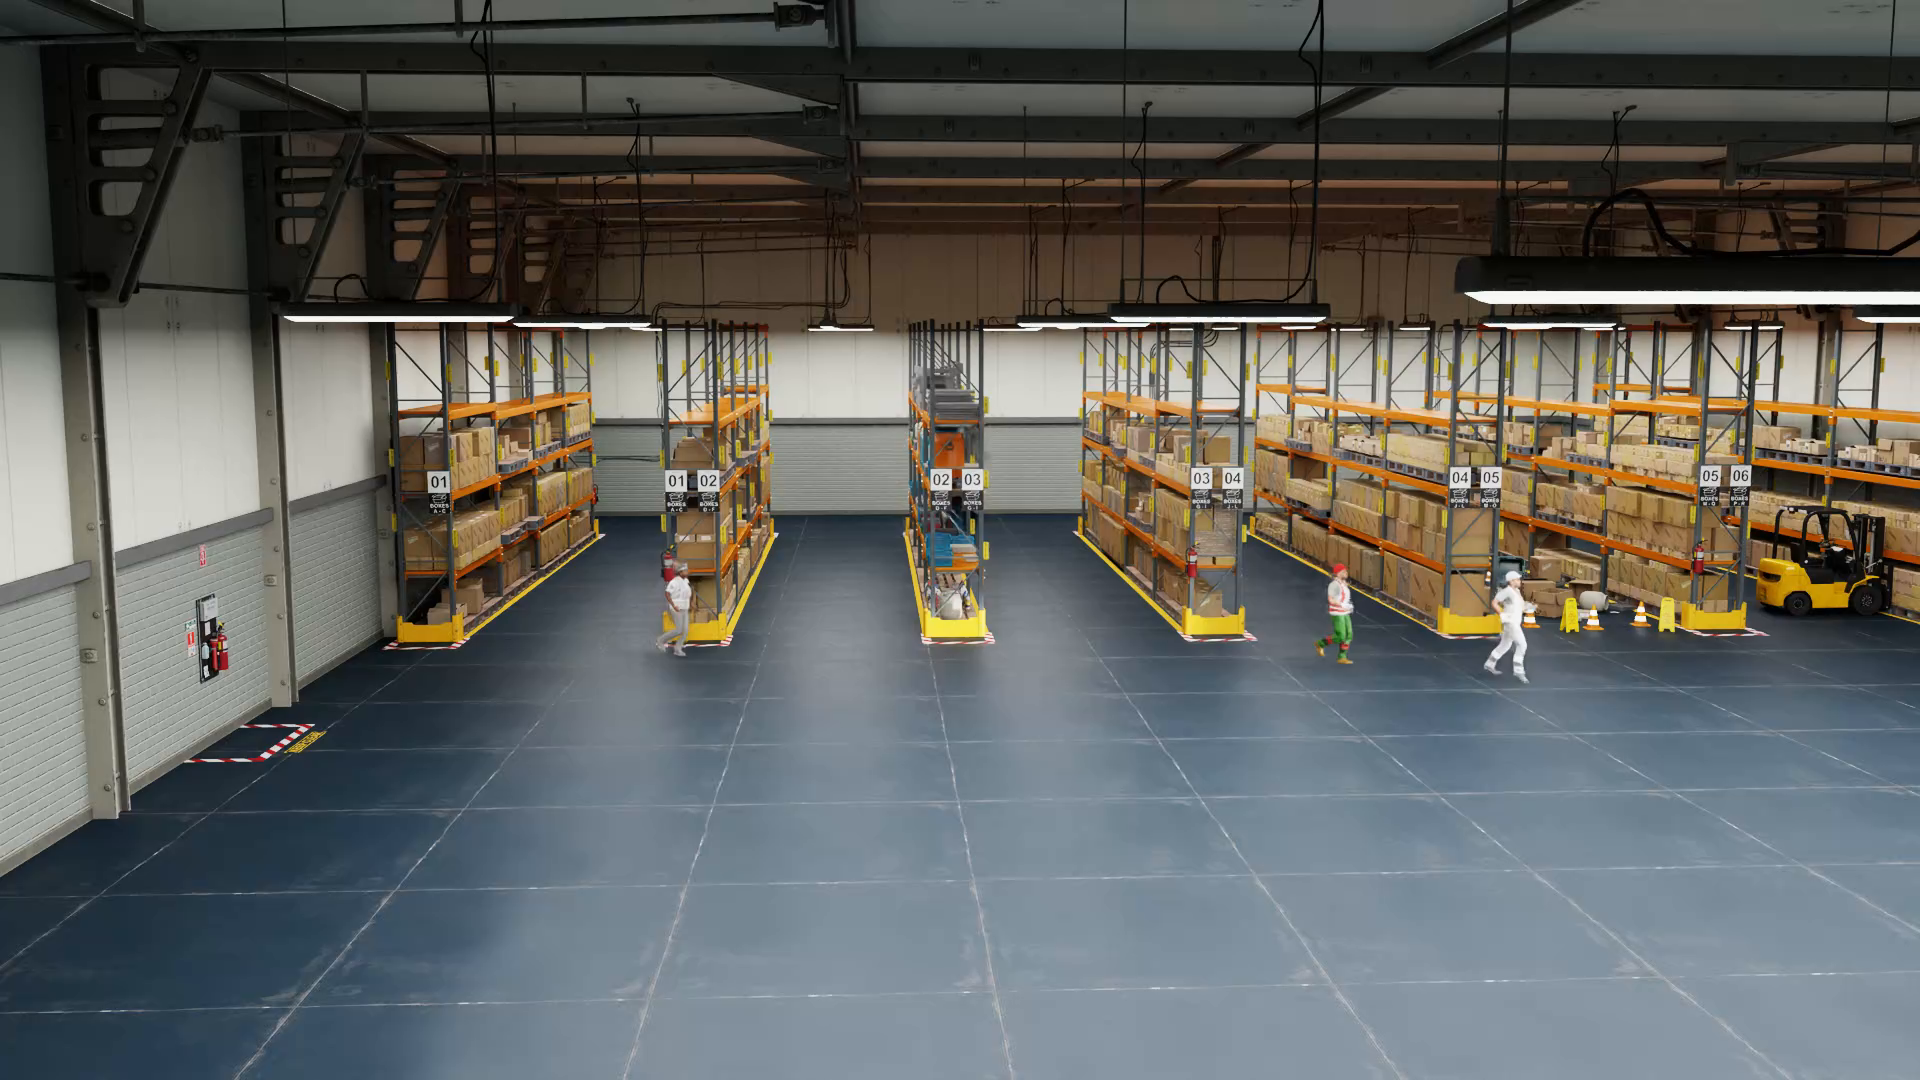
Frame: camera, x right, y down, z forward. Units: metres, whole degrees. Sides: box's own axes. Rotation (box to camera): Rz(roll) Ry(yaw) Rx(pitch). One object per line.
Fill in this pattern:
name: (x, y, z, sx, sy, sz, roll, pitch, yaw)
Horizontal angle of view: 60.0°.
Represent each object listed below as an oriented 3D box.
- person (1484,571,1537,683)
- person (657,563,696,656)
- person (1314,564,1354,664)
person: (9.134, 1.432, 27.620, 0.809, 1.850, 0.635, 4, 8, 27)
person: (-5.063, 1.230, 29.867, 0.573, 1.638, 0.654, 4, 8, 26)
person: (6.567, 1.281, 28.985, 0.720, 1.750, 0.653, 5, 9, 34)
